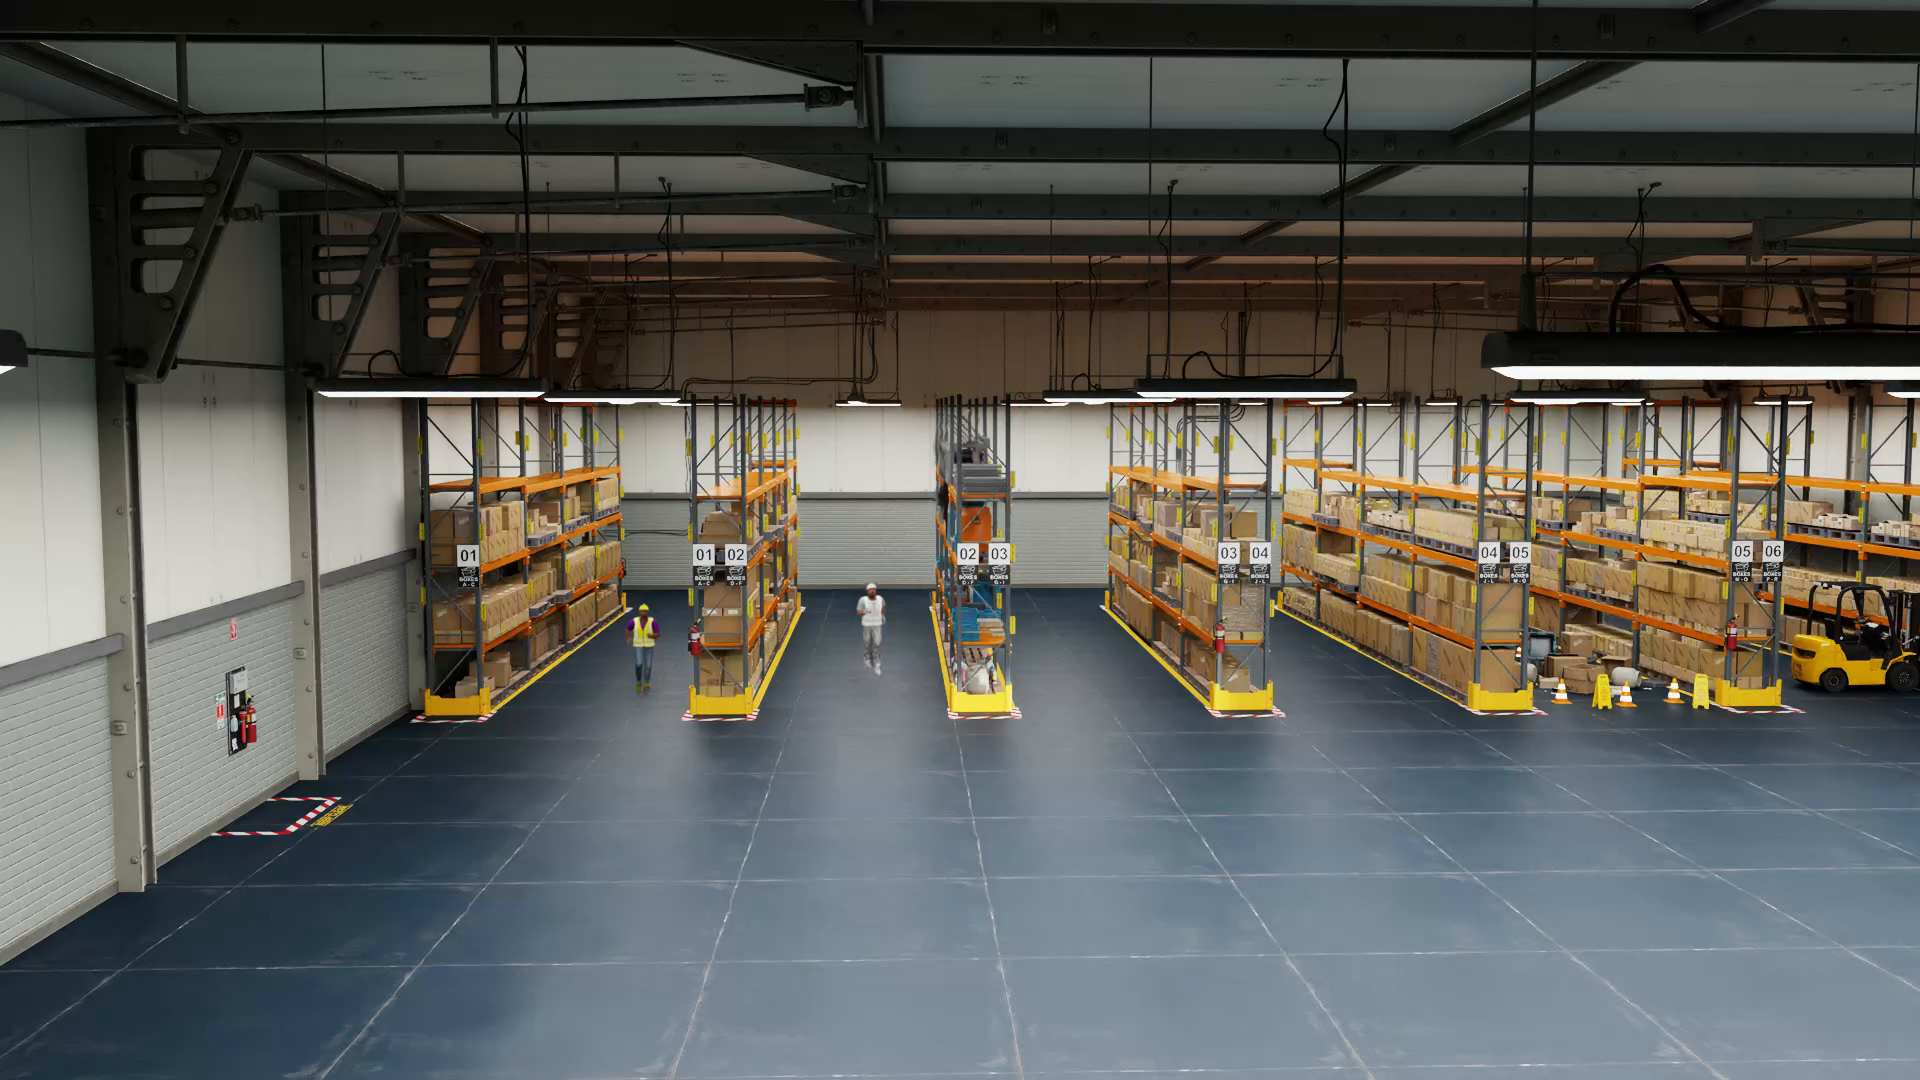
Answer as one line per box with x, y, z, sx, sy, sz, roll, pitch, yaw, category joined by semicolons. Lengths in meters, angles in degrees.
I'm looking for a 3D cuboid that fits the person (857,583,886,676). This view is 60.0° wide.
-1.818;1.841;34.503;0.657;1.892;0.707;-1;5;-12;person

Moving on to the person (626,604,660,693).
-6.404;2.199;33.653;0.670;1.801;0.728;-1;5;-14;person
